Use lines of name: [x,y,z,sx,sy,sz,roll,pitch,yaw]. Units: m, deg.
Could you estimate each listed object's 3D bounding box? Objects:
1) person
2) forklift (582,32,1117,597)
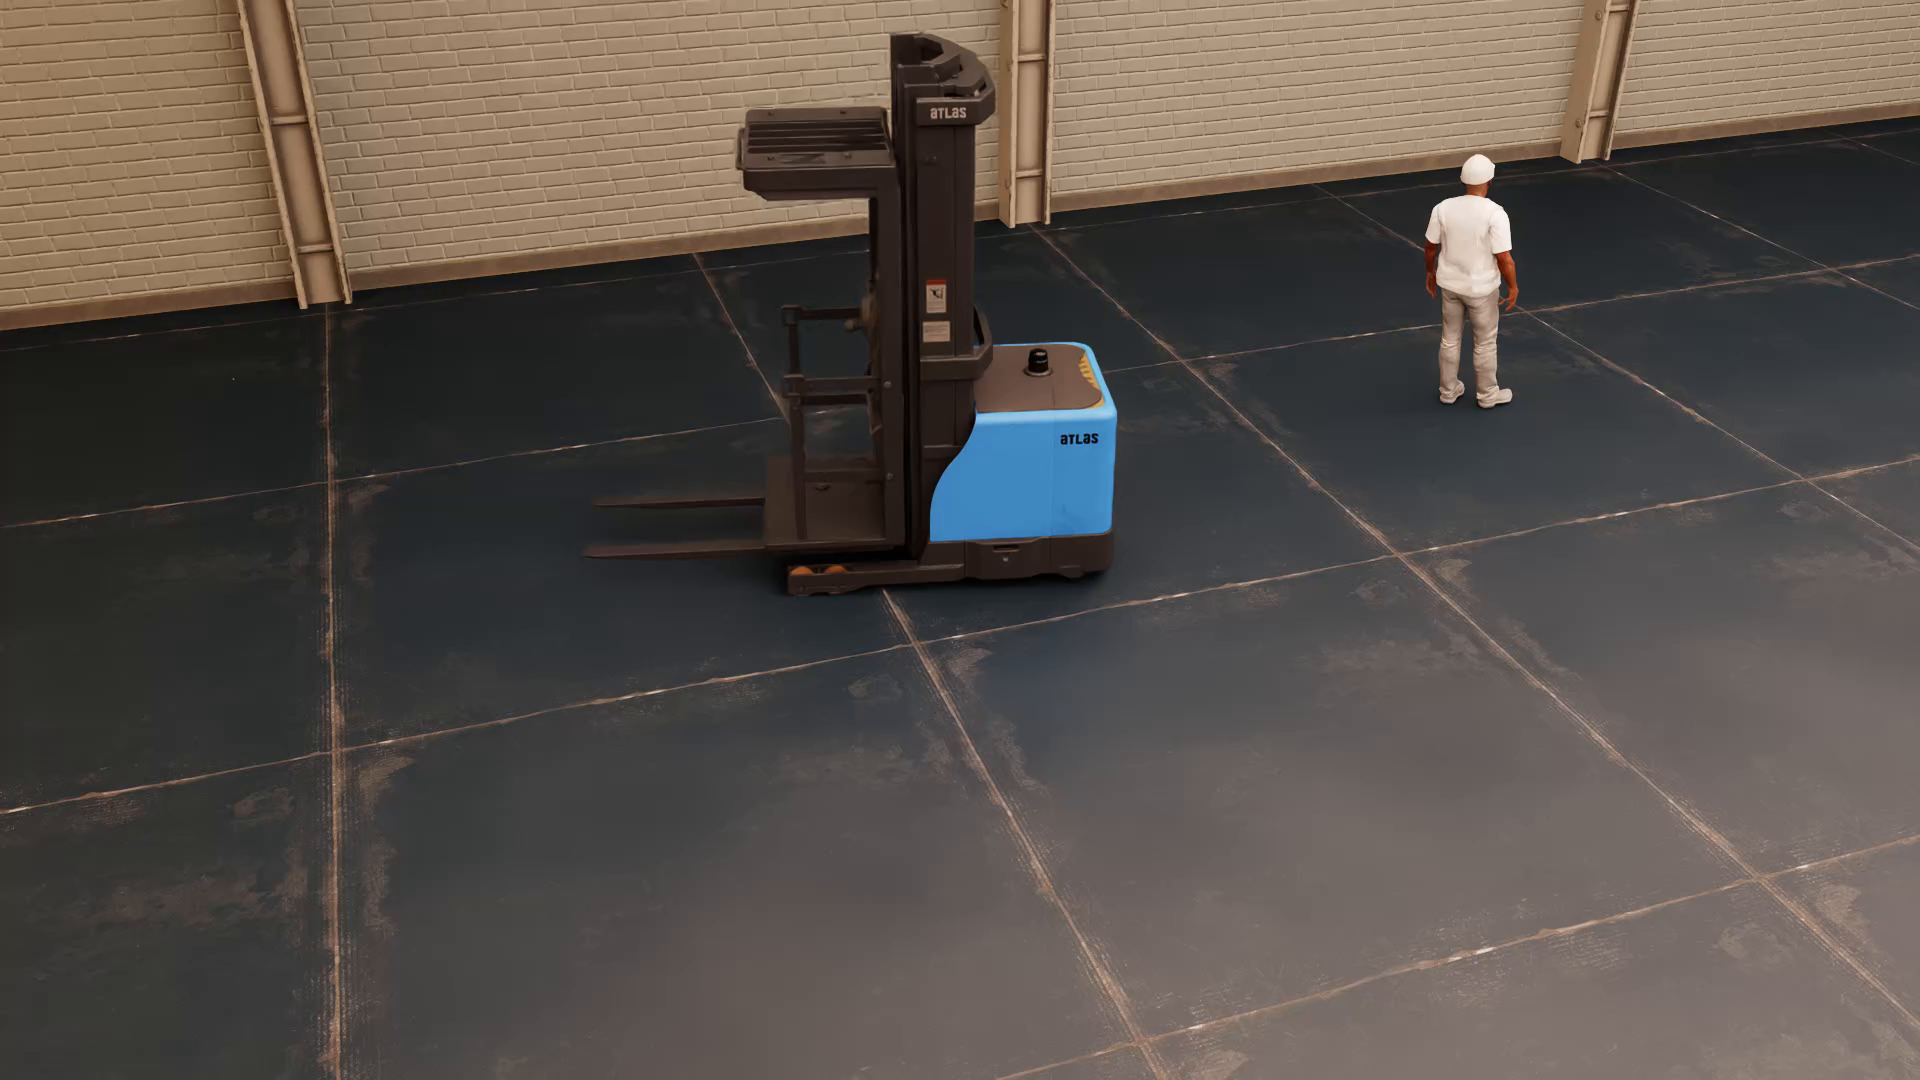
person: [3.497,-1.766,11.310,0.665,1.766,0.577,25,38,36]
forklift: [-0.668,-1.224,9.214,3.031,2.935,1.130,-3,30,-5]
